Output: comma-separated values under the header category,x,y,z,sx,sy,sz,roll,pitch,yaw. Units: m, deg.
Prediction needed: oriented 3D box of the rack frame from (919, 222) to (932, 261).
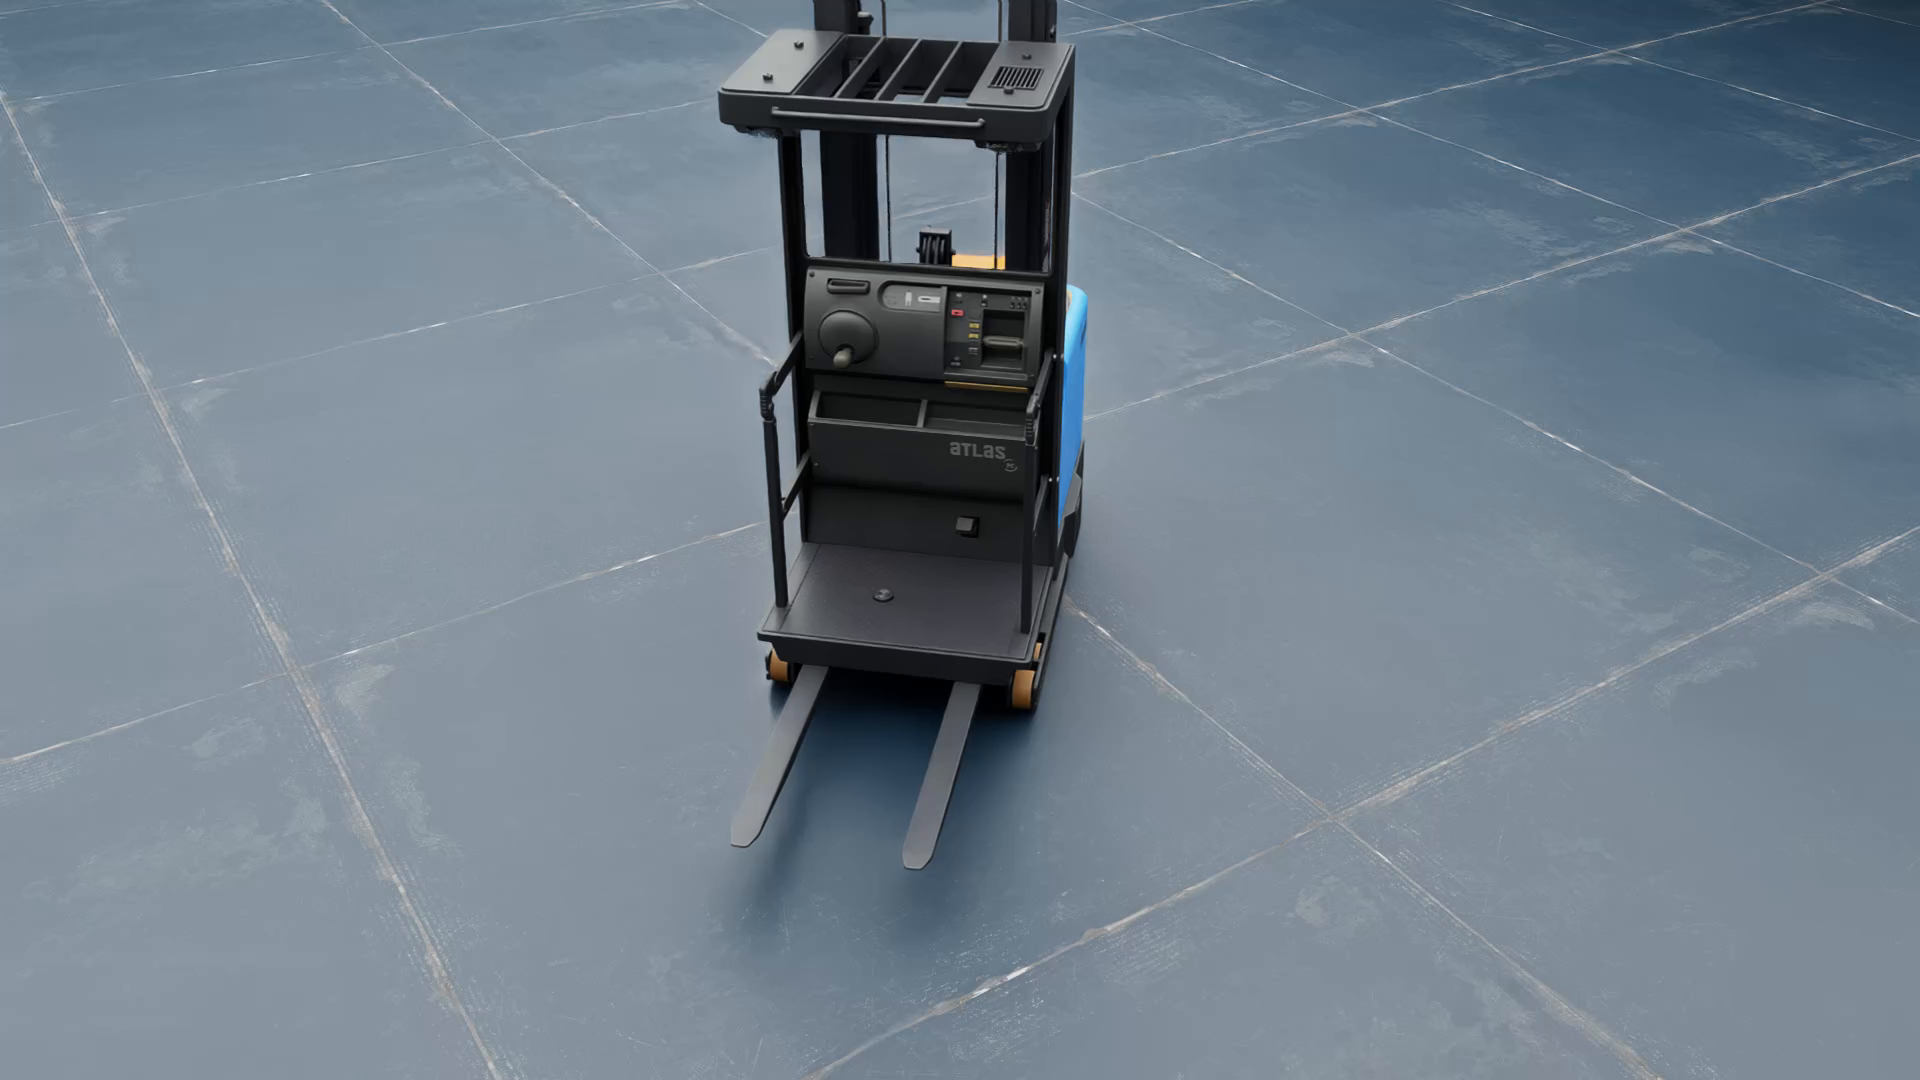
category,x,y,z,sx,sy,sz,roll,pitch,yaw
rack frame,-0.161,-0.936,8.109,0.015,1.200,0.240,5,33,8

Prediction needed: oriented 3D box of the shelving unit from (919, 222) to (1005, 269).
category,x,y,z,sx,sy,sz,roll,pitch,yaw
shelving unit,0.079,-0.913,8.073,0.503,1.200,0.258,5,33,8

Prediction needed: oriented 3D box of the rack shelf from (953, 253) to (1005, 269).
category,x,y,z,sx,sy,sz,roll,pitch,yaw
rack shelf,0.079,-1.245,7.863,0.480,0.148,0.258,5,33,8

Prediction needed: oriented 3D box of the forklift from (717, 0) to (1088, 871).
category,x,y,z,sx,sy,sz,roll,pitch,yaw
forklift,-0.180,-0.771,6.225,1.130,2.935,3.031,6,33,9
